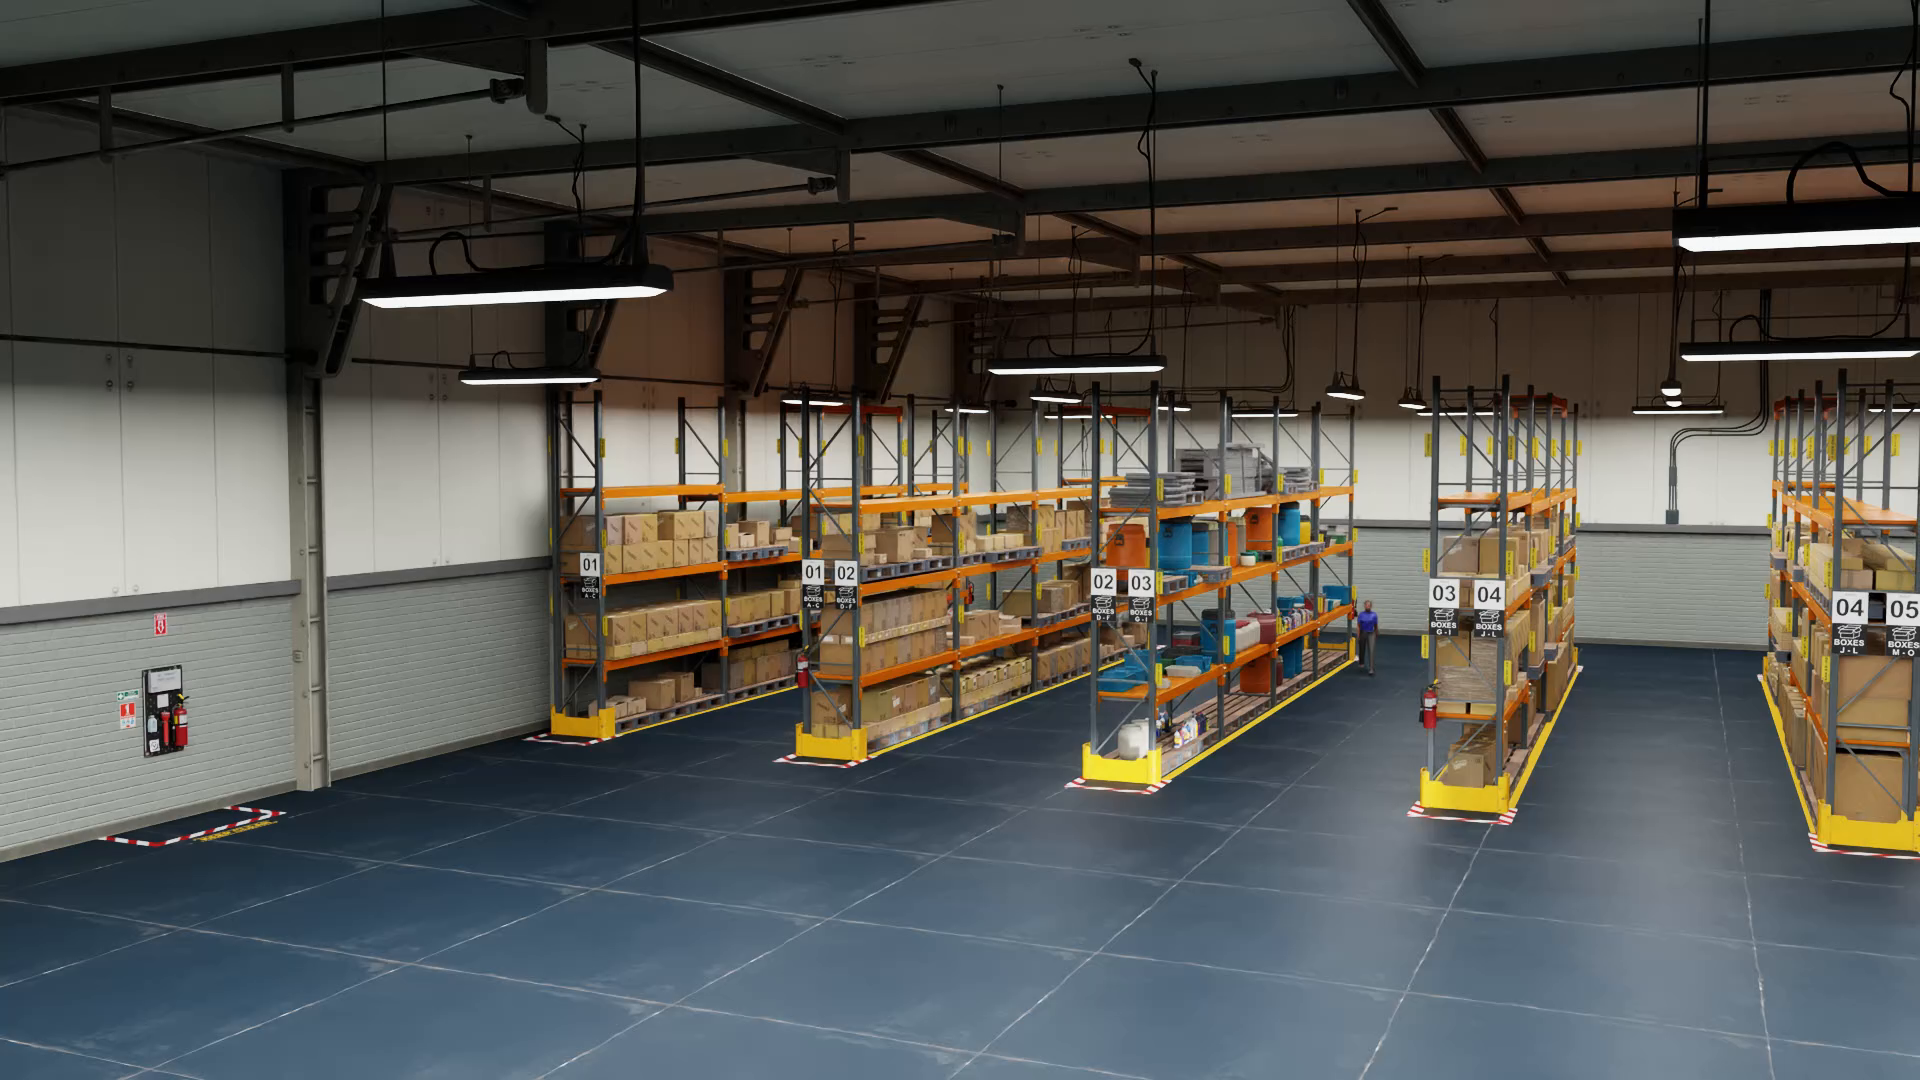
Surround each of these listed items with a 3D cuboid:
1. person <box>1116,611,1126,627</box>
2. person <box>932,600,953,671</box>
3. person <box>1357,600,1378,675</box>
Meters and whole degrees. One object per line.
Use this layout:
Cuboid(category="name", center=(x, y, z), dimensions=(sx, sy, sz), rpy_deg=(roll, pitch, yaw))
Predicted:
Cuboid(category="person", center=(4.176, 1.684, 44.028), dimensions=(0.556, 1.712, 1.005), rpy_deg=(3, 4, 41))
Cuboid(category="person", center=(-0.387, 2.112, 36.064), dimensions=(0.605, 1.720, 1.050), rpy_deg=(1, 3, 19))
Cuboid(category="person", center=(9.039, 2.139, 36.879), dimensions=(0.464, 1.604, 0.984), rpy_deg=(1, 3, 14))
